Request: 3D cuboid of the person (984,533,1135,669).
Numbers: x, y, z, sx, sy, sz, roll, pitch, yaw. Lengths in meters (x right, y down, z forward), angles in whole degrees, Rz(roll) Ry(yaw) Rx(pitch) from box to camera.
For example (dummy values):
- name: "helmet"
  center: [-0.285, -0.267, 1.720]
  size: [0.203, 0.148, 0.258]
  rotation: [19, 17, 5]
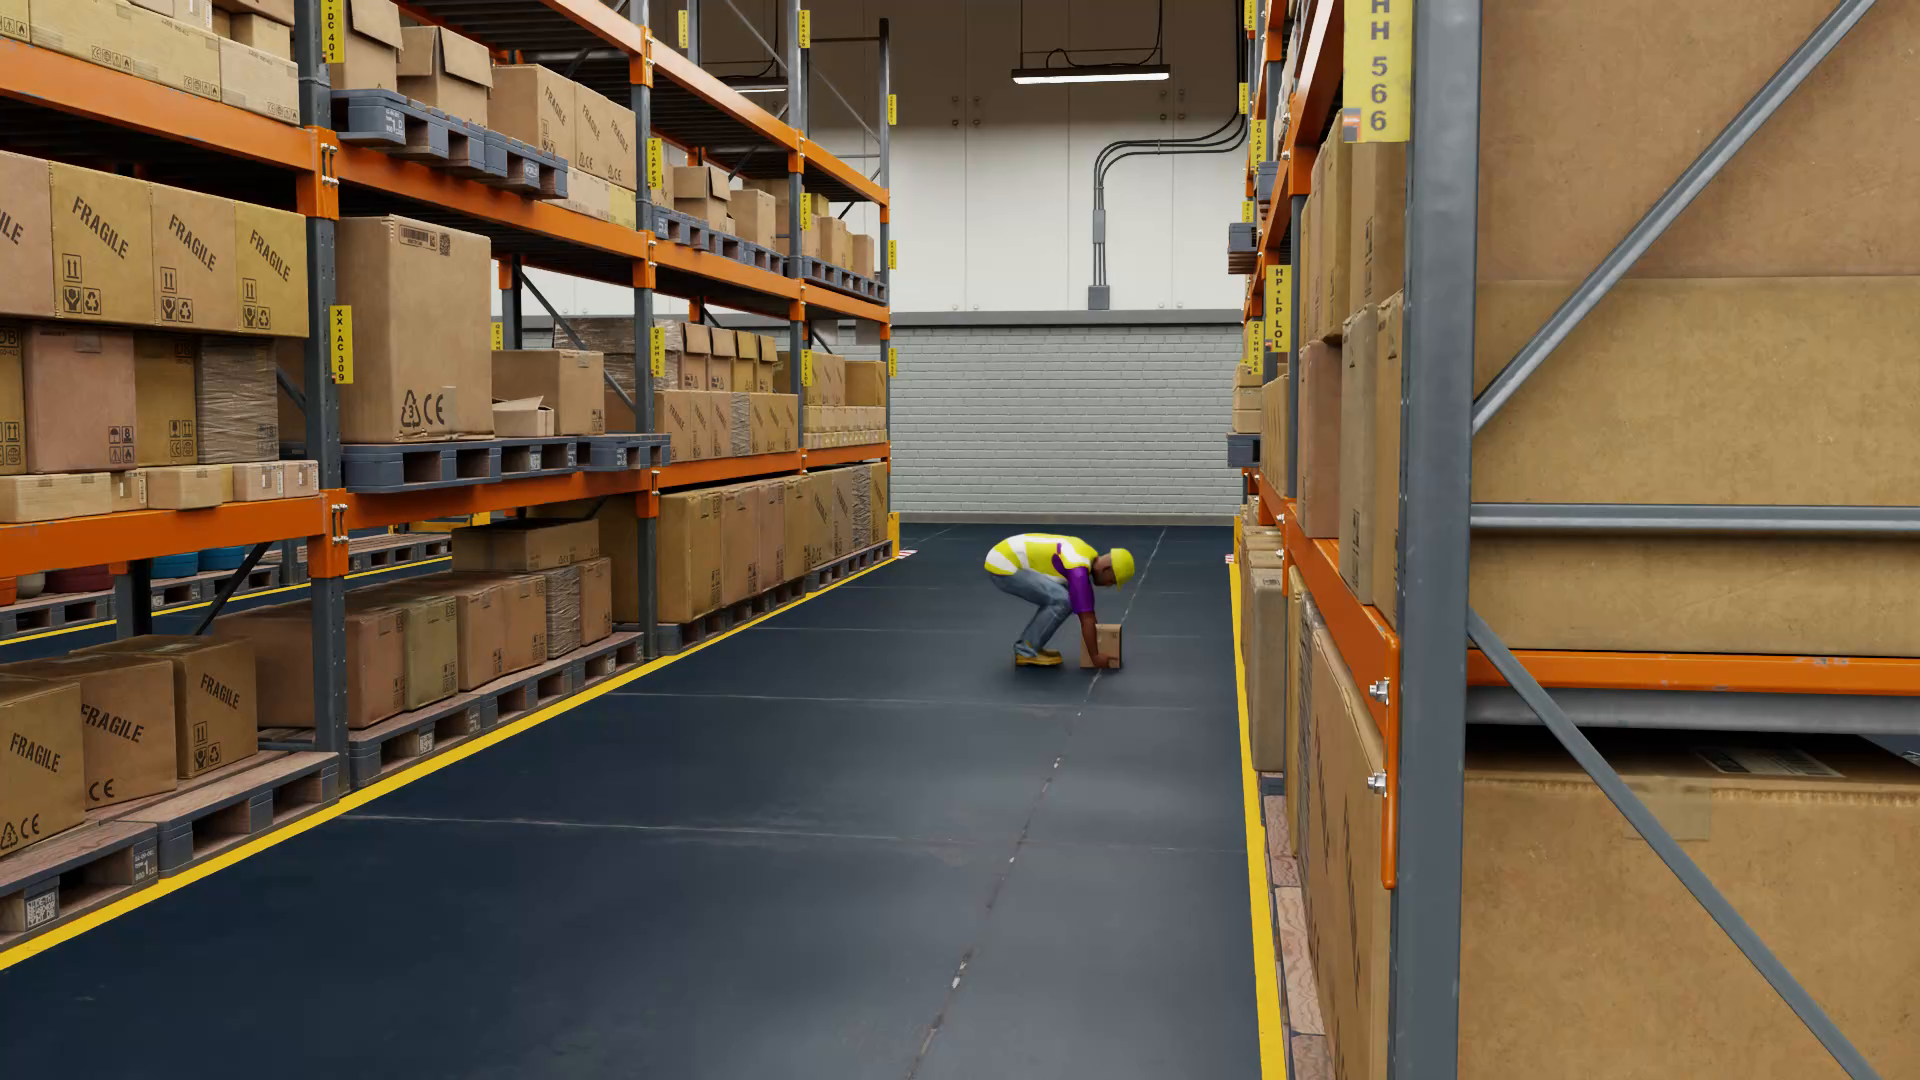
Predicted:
- name: "person"
  center: [0.651, 0.393, 10.909]
  size: [0.980, 0.876, 0.508]
  rotation: [1, 4, 7]
